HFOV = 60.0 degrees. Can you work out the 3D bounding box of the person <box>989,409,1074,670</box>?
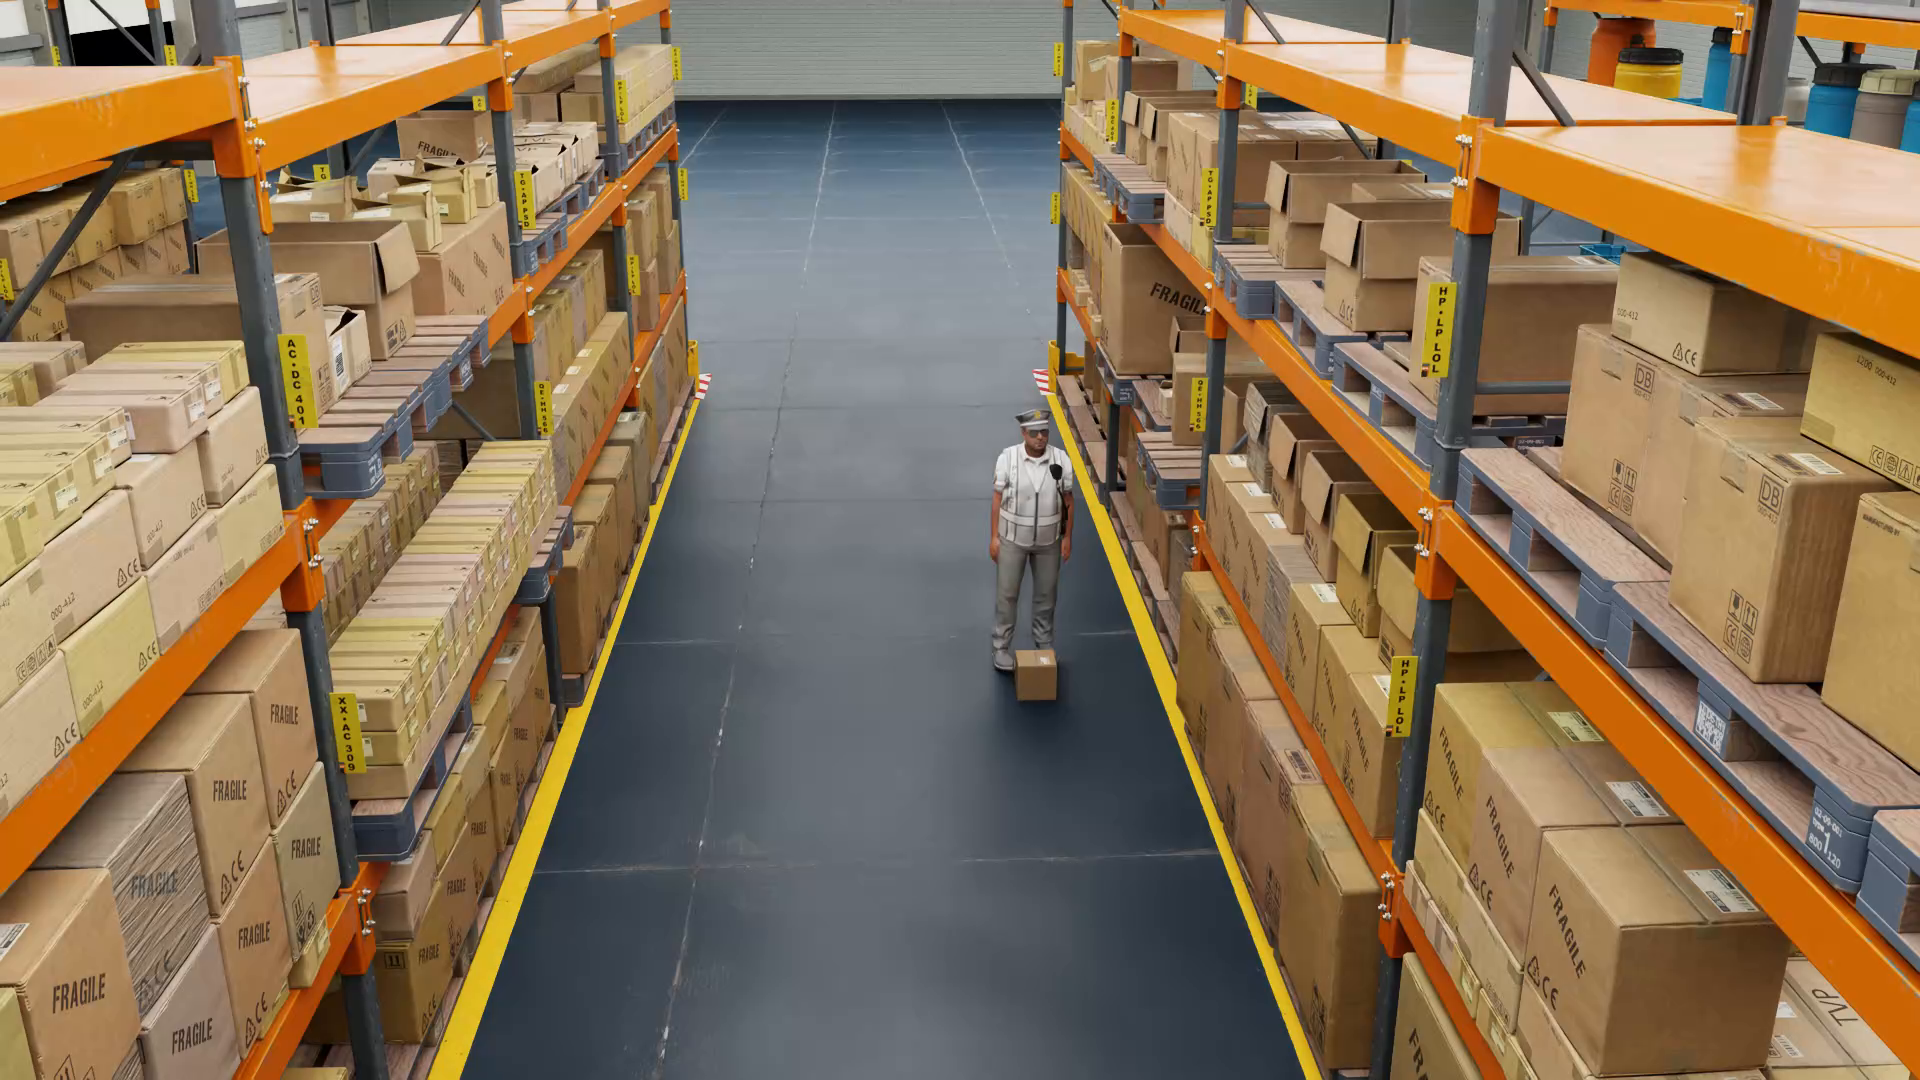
[{"bbox_3d":[0.484,-0.021,11.029,0.562,1.770,0.449,-3,20,-7],"label":"person"}]
